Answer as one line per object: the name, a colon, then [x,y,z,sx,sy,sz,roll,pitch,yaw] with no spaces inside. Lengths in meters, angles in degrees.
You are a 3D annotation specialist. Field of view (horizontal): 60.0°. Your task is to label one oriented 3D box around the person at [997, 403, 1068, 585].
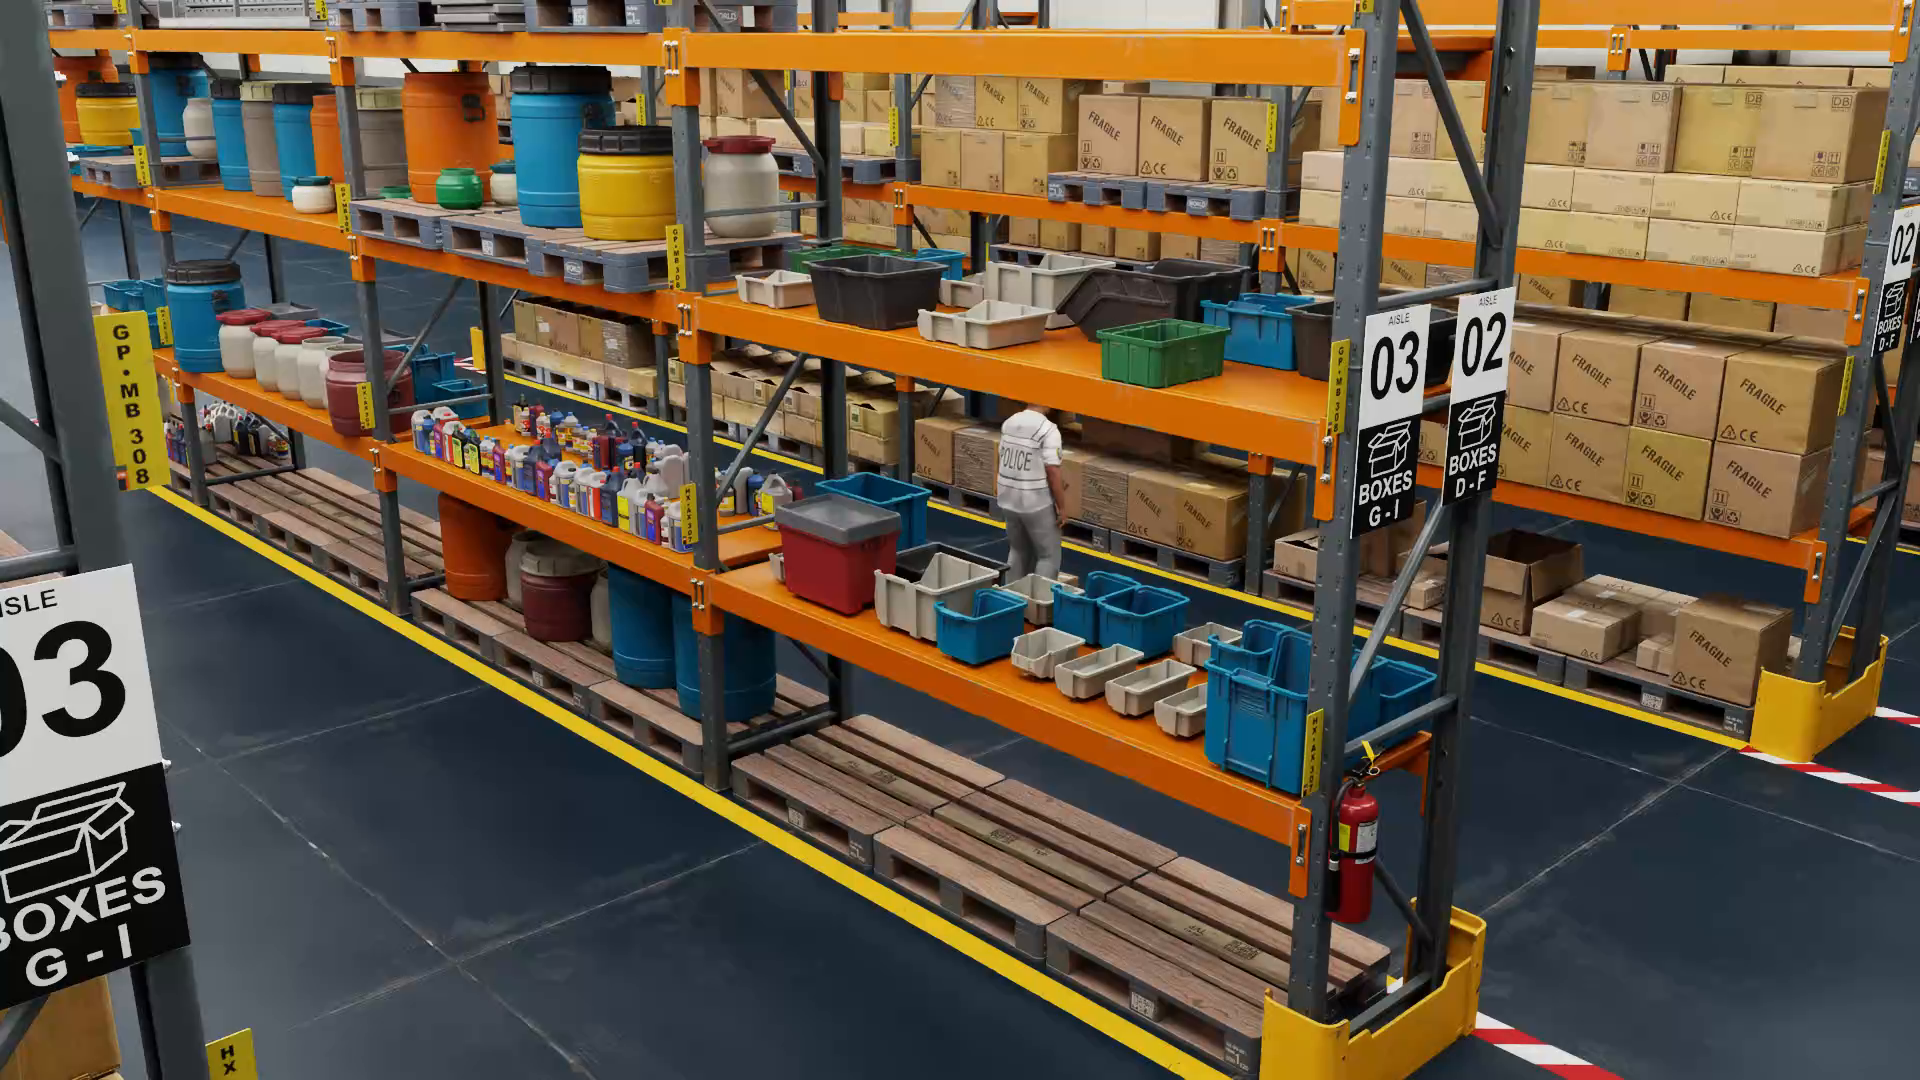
person: [0.509,-0.268,11.900,0.435,1.748,0.591,-16,23,-42]
